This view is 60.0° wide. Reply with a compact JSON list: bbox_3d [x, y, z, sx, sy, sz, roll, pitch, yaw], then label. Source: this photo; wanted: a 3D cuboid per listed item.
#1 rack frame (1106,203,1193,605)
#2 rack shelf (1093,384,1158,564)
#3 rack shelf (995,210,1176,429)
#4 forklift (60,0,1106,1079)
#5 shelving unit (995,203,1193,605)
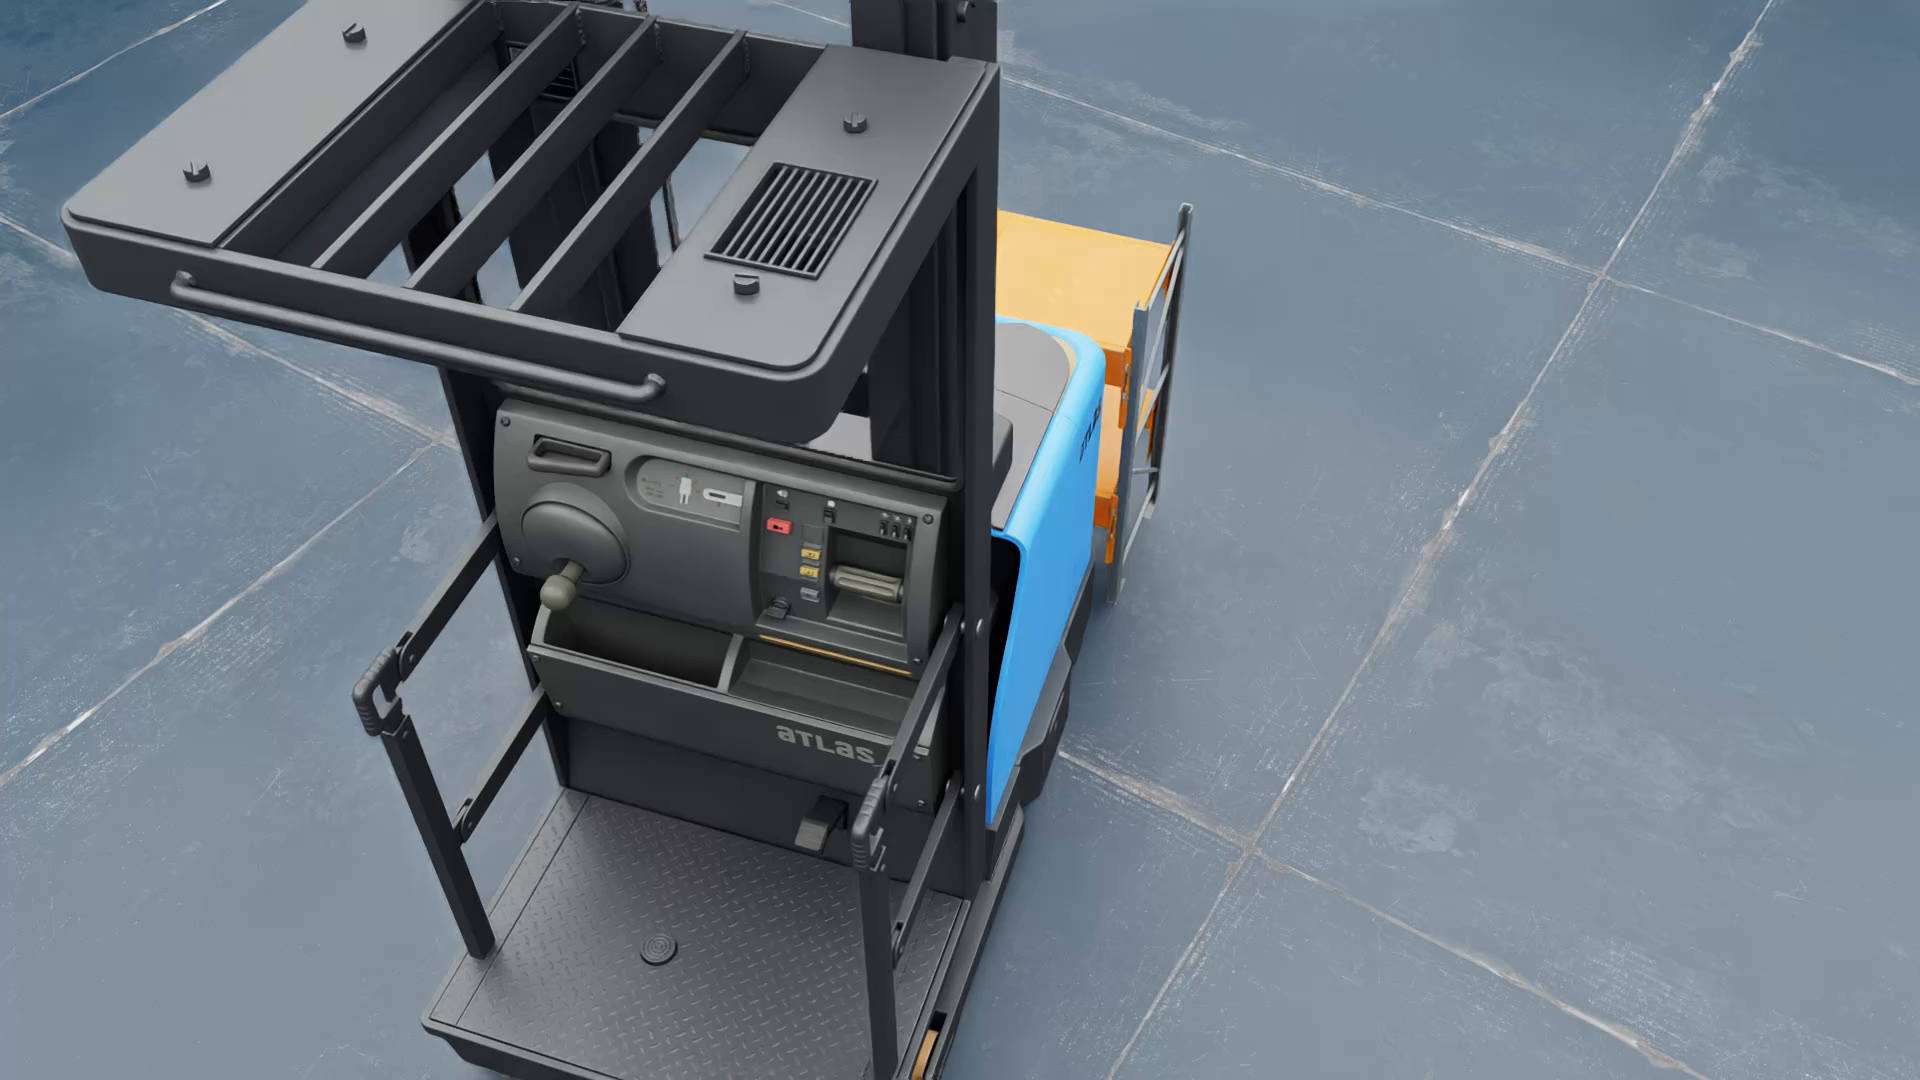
[{"bbox_3d":[0.544,-0.366,4.821,0.032,1.125,0.500,15,48,14],"label":"rack frame"},{"bbox_3d":[0.066,-0.320,5.117,1.000,0.278,0.538,15,48,14],"label":"rack shelf"},{"bbox_3d":[0.066,-0.694,4.732,1.000,0.278,0.538,15,48,14],"label":"rack shelf"},{"bbox_3d":[-0.549,0.099,3.110,1.130,2.935,3.031,13,47,12],"label":"forklift"},{"bbox_3d":[0.066,-0.490,4.942,1.048,1.125,0.538,15,48,14],"label":"shelving unit"}]
